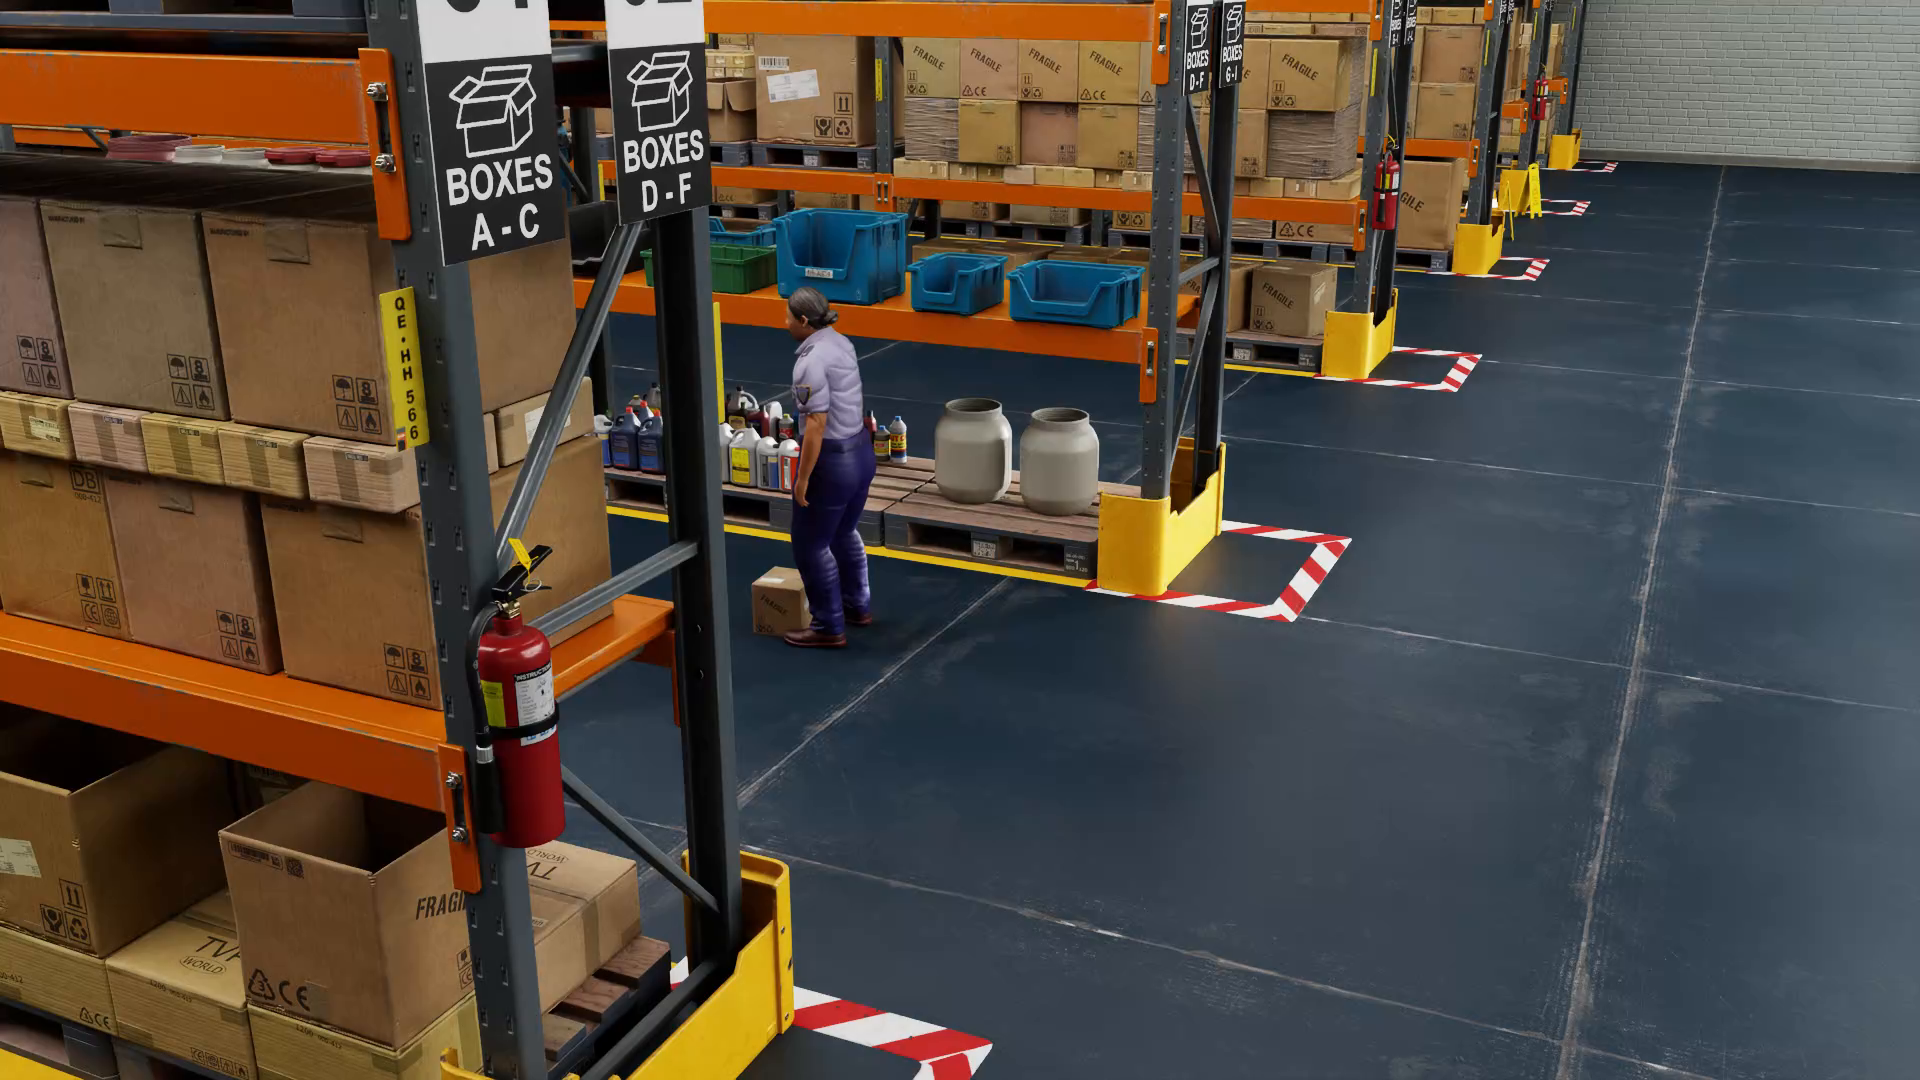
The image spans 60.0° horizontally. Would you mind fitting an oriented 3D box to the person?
[{"bbox_3d":[-0.593,-0.336,7.544,0.367,1.652,0.543,8,21,22],"label":"person"}]
